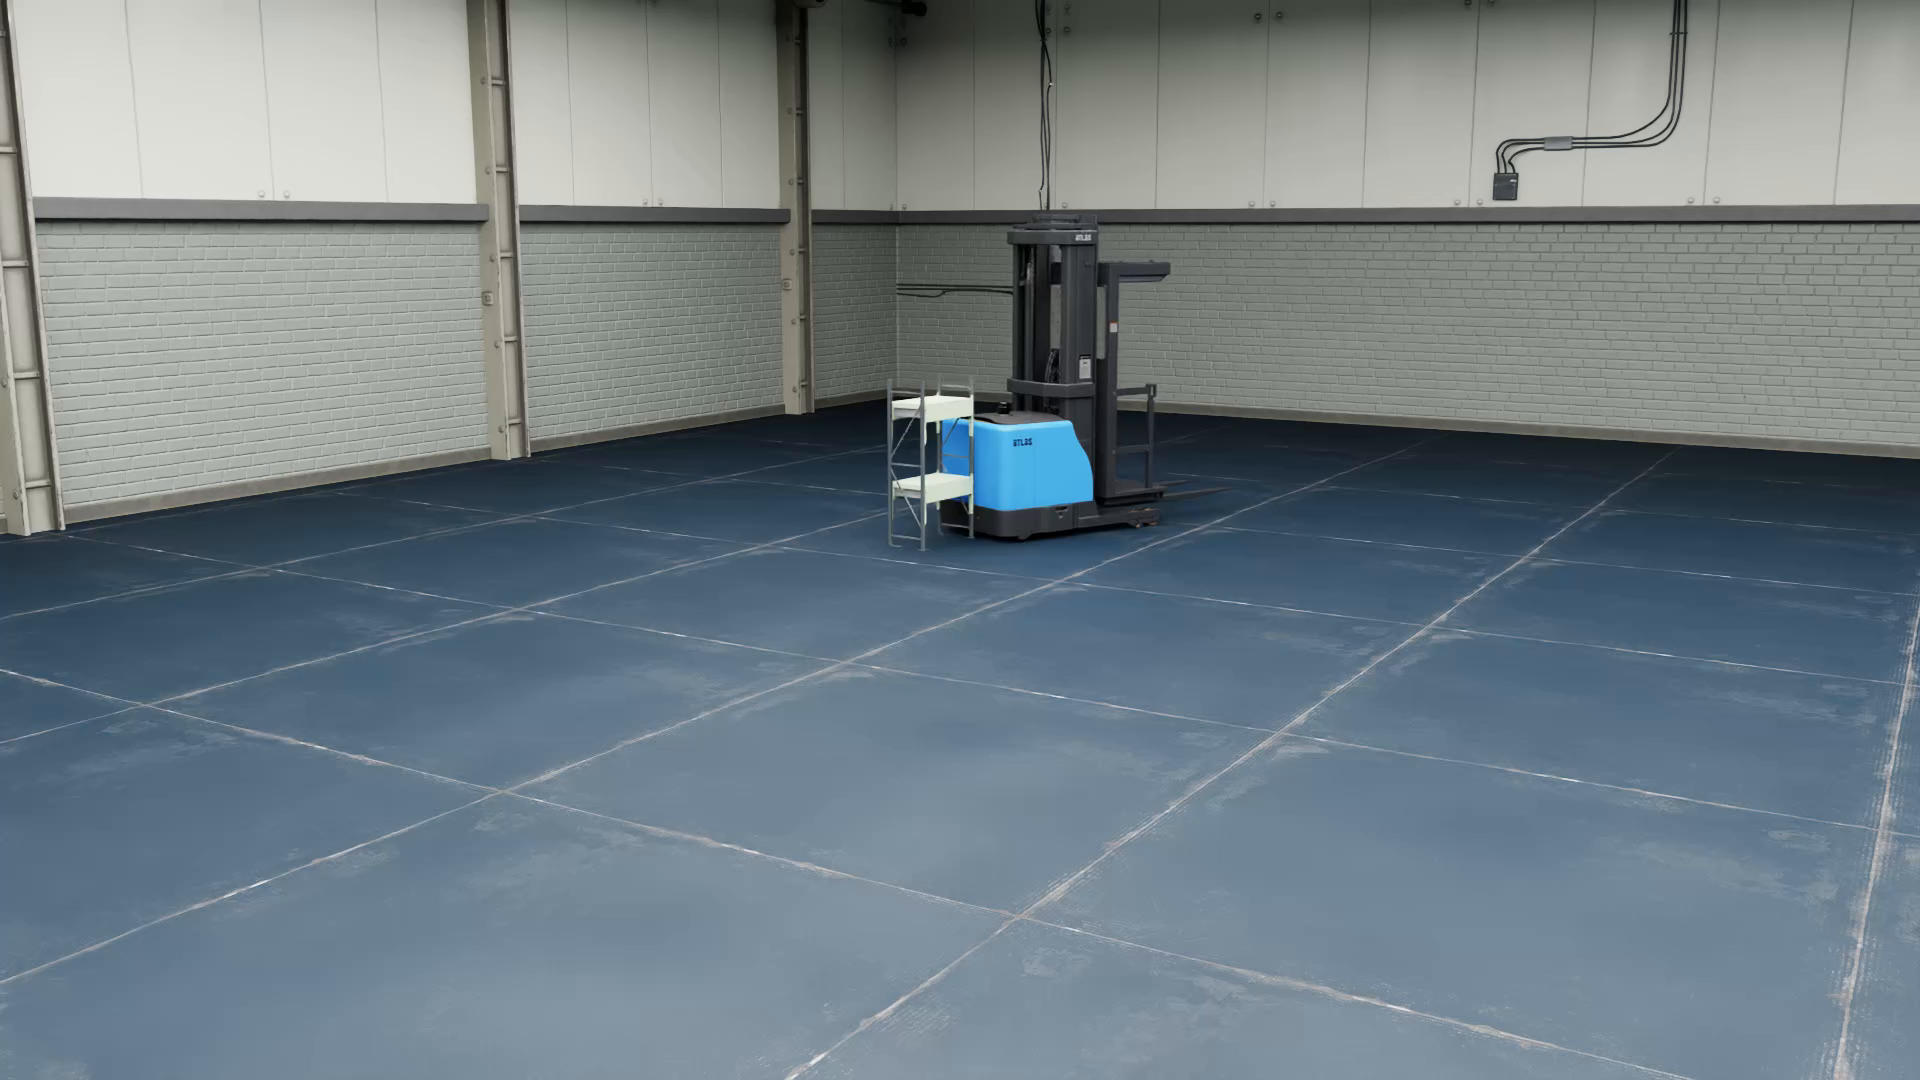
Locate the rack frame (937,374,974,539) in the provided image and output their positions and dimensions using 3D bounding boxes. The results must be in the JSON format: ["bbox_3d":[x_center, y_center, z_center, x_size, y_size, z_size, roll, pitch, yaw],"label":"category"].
[{"bbox_3d":[-0.040,-0.767,15.269,0.400,1.500,0.023,8,13,36],"label":"rack frame"}]

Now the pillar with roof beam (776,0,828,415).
[{"bbox_3d":[1.186,-5.984,22.761,9.100,9.000,0.548,6,12,31],"label":"pillar with roof beam"}]

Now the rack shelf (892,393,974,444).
[{"bbox_3d":[-0.257,-1.096,14.908,0.431,0.370,0.720,8,13,36],"label":"rack shelf"}]

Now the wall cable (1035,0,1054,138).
[{"bbox_3d":[2.478,-7.430,25.199,3.097,2.526,0.112,6,12,31],"label":"wall cable"}]

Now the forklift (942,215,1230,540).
[{"bbox_3d":[1.310,-1.630,15.990,3.031,2.935,1.130,-8,13,-35],"label":"forklift"}]

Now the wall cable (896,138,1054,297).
[{"bbox_3d":[0.166,-5.206,27.044,3.097,2.526,0.112,6,12,31],"label":"wall cable"}]

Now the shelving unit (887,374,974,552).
[{"bbox_3d":[-0.257,-0.712,14.979,0.431,1.500,0.755,8,13,36],"label":"shelving unit"}]

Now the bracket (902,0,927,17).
[{"bbox_3d":[-0.744,-8.569,26.785,0.235,0.232,0.430,6,12,31],"label":"bracket"}]

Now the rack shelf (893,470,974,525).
[{"bbox_3d":[-0.257,-0.392,15.039,0.431,0.370,0.720,8,13,36],"label":"rack shelf"}]

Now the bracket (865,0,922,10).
[{"bbox_3d":[-1.051,-8.476,26.289,0.076,0.066,3.189,6,12,31],"label":"bracket"}]

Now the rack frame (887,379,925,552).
[{"bbox_3d":[-0.474,-0.658,14.690,0.400,1.500,0.023,8,13,36],"label":"rack frame"}]

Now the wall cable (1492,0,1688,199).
[{"bbox_3d":[8.272,-7.495,21.587,2.305,6.003,0.169,6,12,31],"label":"wall cable"}]

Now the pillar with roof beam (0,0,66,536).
[{"bbox_3d":[-5.044,-4.097,12.680,9.100,9.000,0.400,6,12,31],"label":"pillar with roof beam"}]

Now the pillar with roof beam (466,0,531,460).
[{"bbox_3d":[-1.929,-5.041,17.721,9.100,9.000,0.400,6,12,31],"label":"pillar with roof beam"}]
